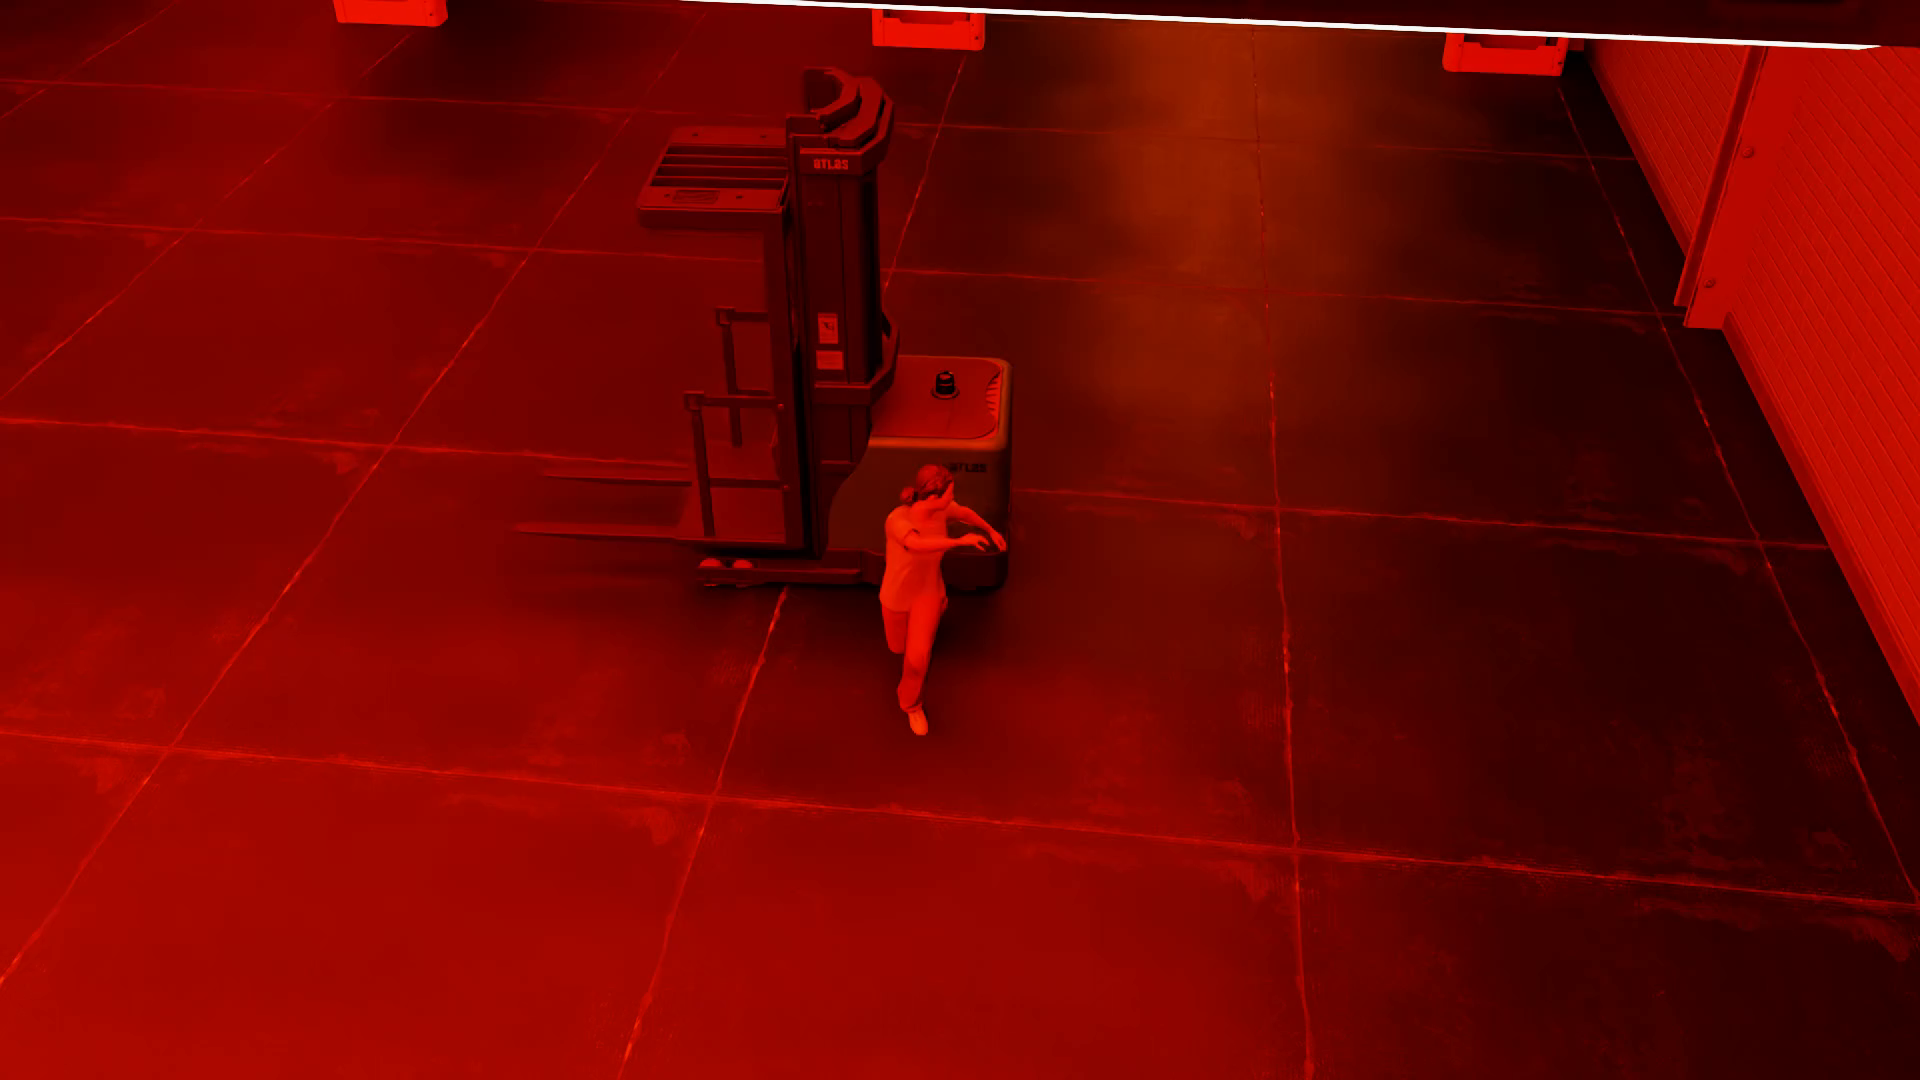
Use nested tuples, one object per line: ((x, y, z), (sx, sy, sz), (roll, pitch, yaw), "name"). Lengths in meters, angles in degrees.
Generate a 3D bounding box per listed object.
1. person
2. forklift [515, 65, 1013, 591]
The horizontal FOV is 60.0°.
((-0.082, 0.224, 9.042), (0.723, 1.415, 0.959), (-3, 36, -4), "person")
((-1.201, -1.203, 9.662), (3.031, 2.935, 1.130), (2, 36, 3), "forklift")
